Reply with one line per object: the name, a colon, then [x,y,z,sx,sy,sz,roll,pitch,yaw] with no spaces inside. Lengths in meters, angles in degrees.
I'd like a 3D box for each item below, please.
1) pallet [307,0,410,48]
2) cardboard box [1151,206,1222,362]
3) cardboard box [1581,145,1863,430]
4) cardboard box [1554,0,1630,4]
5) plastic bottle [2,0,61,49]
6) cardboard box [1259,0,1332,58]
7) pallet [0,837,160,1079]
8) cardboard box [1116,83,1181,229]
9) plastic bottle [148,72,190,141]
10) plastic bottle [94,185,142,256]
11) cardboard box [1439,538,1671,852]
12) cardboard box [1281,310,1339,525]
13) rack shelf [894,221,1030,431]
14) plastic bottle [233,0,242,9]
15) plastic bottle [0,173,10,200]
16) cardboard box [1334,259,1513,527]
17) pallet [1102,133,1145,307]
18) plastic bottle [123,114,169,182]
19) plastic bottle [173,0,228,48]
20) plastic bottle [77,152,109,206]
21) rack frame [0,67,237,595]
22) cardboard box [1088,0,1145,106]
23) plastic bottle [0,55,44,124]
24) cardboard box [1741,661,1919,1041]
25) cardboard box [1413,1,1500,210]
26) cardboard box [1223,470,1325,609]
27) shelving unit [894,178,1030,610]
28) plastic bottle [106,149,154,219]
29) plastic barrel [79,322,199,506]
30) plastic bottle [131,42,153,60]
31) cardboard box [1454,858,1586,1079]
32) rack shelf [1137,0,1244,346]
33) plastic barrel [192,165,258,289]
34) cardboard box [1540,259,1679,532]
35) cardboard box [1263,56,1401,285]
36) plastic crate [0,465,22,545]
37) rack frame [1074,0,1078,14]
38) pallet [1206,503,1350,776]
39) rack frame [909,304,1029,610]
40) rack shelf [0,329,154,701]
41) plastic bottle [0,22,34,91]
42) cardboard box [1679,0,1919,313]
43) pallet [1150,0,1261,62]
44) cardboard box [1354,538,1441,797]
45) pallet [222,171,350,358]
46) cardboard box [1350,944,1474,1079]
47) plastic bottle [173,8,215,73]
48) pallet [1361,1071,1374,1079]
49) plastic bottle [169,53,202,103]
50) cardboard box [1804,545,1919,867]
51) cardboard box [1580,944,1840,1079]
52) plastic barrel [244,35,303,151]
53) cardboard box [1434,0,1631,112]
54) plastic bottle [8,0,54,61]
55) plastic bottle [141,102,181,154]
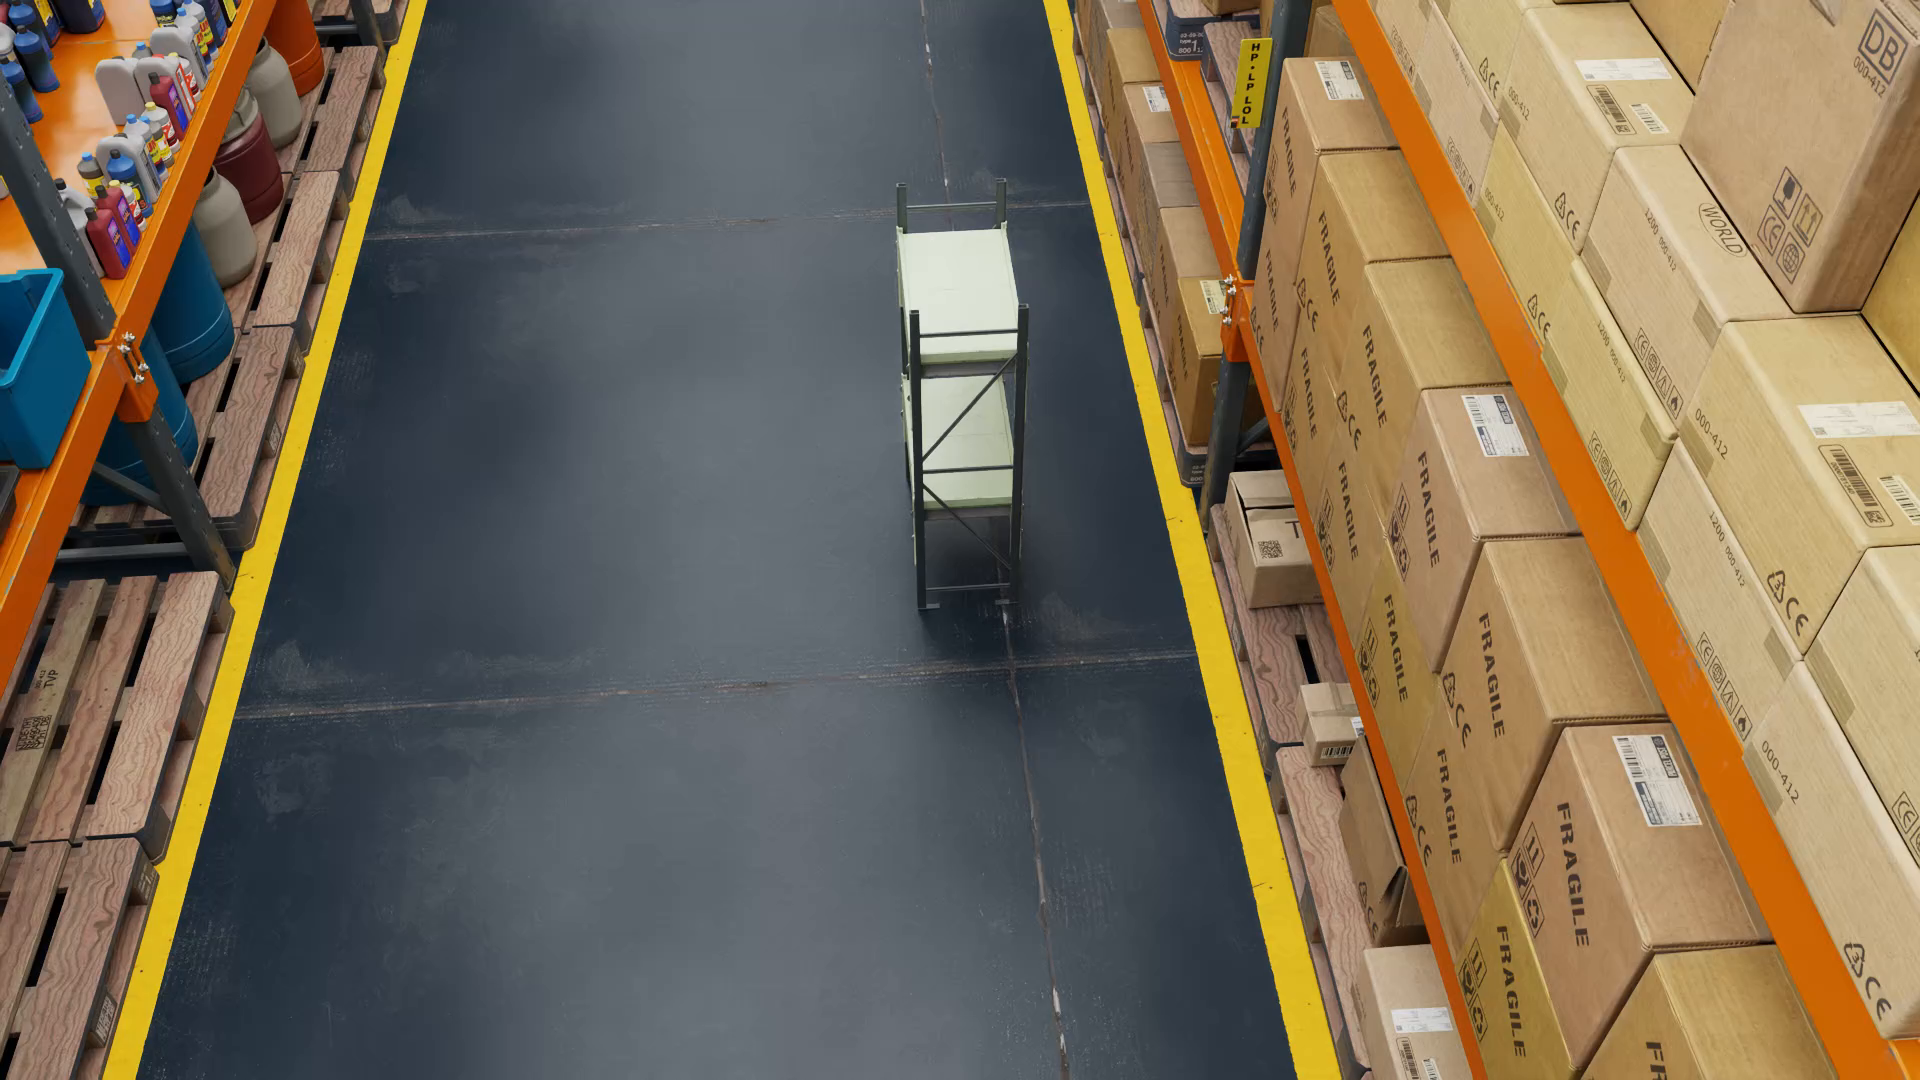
pallet: [-3.794,-3.327,9.892,1.003,0.211,1.213,-3,47,-3]
cardboard box: [1.143,-1.117,7.297,0.500,0.500,0.500,-3,47,-3]
cardboard box: [1.461,-0.465,2.954,0.500,0.250,0.500,-3,47,-3]
cardboard box: [1.530,-1.456,3.376,0.700,0.500,0.500,-3,47,-3]
plastic bottle: [-3.928,-2.254,6.989,0.144,0.351,0.185,-3,47,-3]
cardboard box: [1.566,-2.156,6.504,0.700,0.500,0.500,3,47,3]
pallet: [-3.228,1.544,5.278,1.003,0.211,1.213,-3,47,-3]
cardboard box: [1.057,-1.847,7.989,0.500,0.500,0.500,-5,47,-5]
plastic bottle: [-3.113,-1.722,6.532,0.061,0.283,0.133,-3,47,-3]
plastic bottle: [-3.050,-1.176,6.015,0.061,0.283,0.133,-3,47,-3]
cardboard box: [1.435,0.343,3.738,0.500,0.500,0.500,-2,47,-2]
cardboard box: [1.320,-0.406,5.136,0.500,0.500,0.500,-3,47,-3]
rack shelf: [-0.001,-0.789,6.063,0.431,0.370,0.720,-3,47,-3]
plastic bottle: [-3.242,-2.495,7.217,0.144,0.351,0.185,-3,47,-3]
plastic bottle: [-3.693,-1.466,6.243,0.144,0.351,0.185,-3,47,-3]
cardboard box: [1.348,-0.402,4.444,0.500,0.500,0.500,-5,47,-4]
pallet: [1.292,-1.639,8.294,1.003,0.211,1.213,-3,47,-3]
plastic bottle: [-3.105,-1.493,6.323,0.097,0.271,0.097,0,47,0]
plastic bottle: [-3.215,-2.264,6.999,0.144,0.351,0.185,-3,47,-3]
plastic bottle: [-3.246,-1.362,6.248,0.097,0.201,0.097,0,47,0]
rack frame: [-3.433,-0.829,5.605,1.000,3.000,0.127,-3,47,-3]
cardboard box: [0.971,-2.588,8.690,0.500,0.500,0.500,-5,47,-5]
plastic bottle: [-3.750,-1.798,6.612,0.097,0.271,0.097,0,47,0]
cardboard box: [1.532,0.431,2.449,0.500,0.250,0.500,-3,47,-3]
cardboard box: [1.375,-1.016,3.820,0.500,0.250,0.500,-3,47,-3]
cardboard box: [1.323,-0.037,6.404,0.500,0.311,0.500,-3,47,-3]
shelving unit: [-0.001,-0.521,6.347,0.431,1.500,0.755,-3,47,-3]
plastic bottle: [-3.086,-1.325,6.164,0.097,0.271,0.097,0,47,0]
plastic barrel: [-3.462,-0.646,6.589,0.600,0.901,0.708,-3,47,-3]
plastic bottle: [-3.312,-1.935,6.790,0.097,0.201,0.097,0,47,0]
cardboard box: [1.482,1.050,3.757,0.500,0.500,0.500,-3,47,-3]
rack shelf: [1.336,-2.327,7.520,1.077,0.370,4.000,-3,47,-3]
plastic barrel: [-3.479,-1.439,7.607,0.421,0.512,0.421,0,47,0]
cardboard box: [1.446,-0.292,3.134,0.500,0.250,0.500,-3,47,-3]
cardboard box: [1.262,-1.147,5.150,0.500,0.500,0.500,-2,47,-2]
plastic crate: [-3.072,0.039,4.932,0.437,0.125,0.590,-3,47,-3]
rack frame: [1.168,-4.021,8.629,1.000,3.000,0.127,-3,47,-3]
pallet: [1.560,0.329,6.430,1.003,0.211,1.213,-3,47,-3]
rack frame: [0.030,-0.256,6.096,0.400,1.500,0.023,-3,47,-3]
rack shelf: [-3.266,0.866,4.496,1.077,0.370,4.000,-3,47,-3]
plastic bottle: [-3.892,-1.946,6.749,0.152,0.276,0.135,-3,47,-3]
cardboard box: [1.673,-0.736,2.694,0.700,0.500,0.500,-3,47,-3]
pallet: [1.336,-2.548,7.366,1.003,0.211,1.213,-3,47,-3]
cardboard box: [1.404,0.324,4.445,0.500,0.500,0.500,-4,47,-4]
pallet: [-3.562,-1.315,7.987,1.003,0.211,1.213,-3,47,-3]
cardboard box: [1.497,1.494,4.997,0.500,0.250,0.500,-3,47,-3]
plastic bottle: [-3.172,-2.066,6.866,0.097,0.271,0.097,0,47,0]
pallet: [1.764,2.094,4.758,1.003,0.211,1.213,-3,47,-3]
plastic bottle: [-3.152,-1.874,6.732,0.097,0.201,0.097,0,47,0]
cardboard box: [1.541,0.259,2.268,0.500,0.250,0.500,-3,47,-3]
cardboard box: [1.527,1.083,3.037,0.500,0.500,0.500,-4,47,-4]
plastic barrel: [-3.574,-2.256,8.381,0.421,0.512,0.421,0,47,0]
cardboard box: [1.370,-1.188,3.639,0.500,0.250,0.500,-3,47,-3]
plastic bottle: [-3.879,-2.127,6.923,0.097,0.271,0.097,0,47,0]
plastic bottle: [-3.122,-1.610,6.482,0.097,0.201,0.097,0,47,0]
